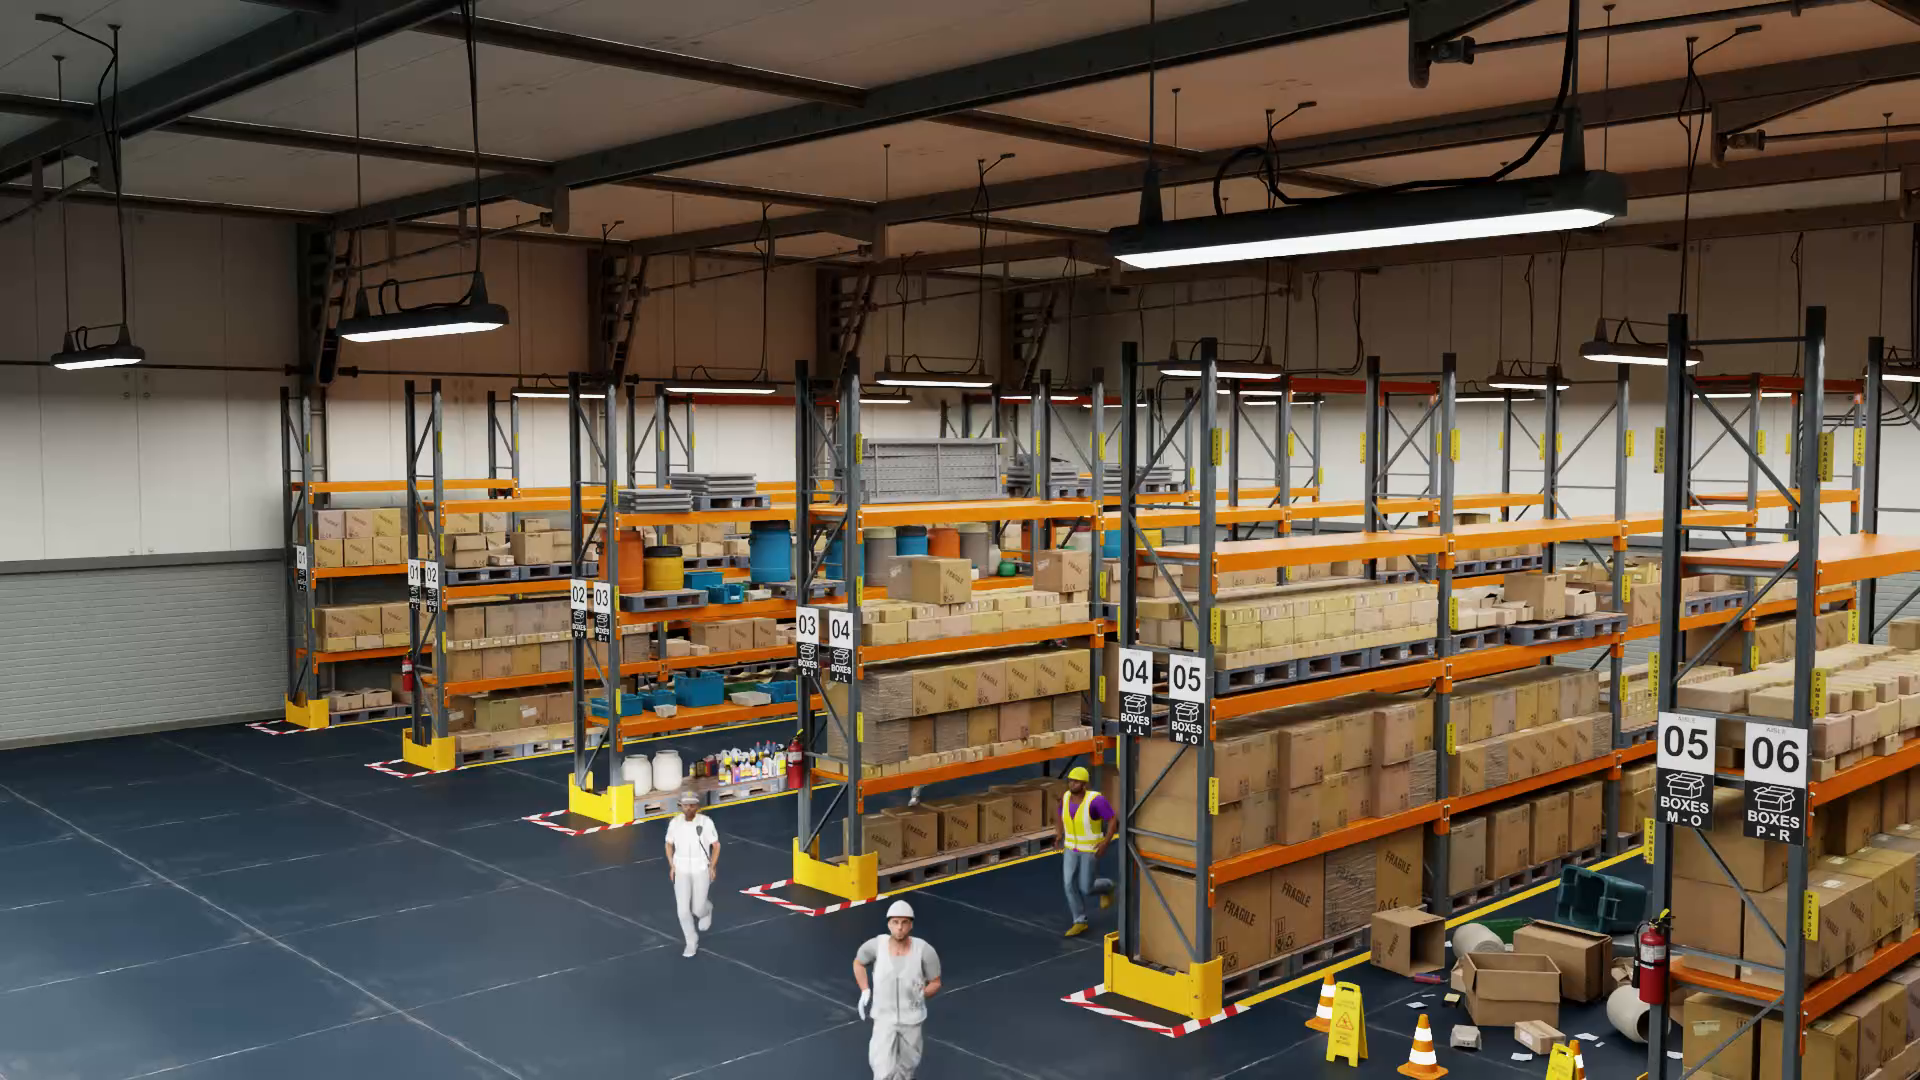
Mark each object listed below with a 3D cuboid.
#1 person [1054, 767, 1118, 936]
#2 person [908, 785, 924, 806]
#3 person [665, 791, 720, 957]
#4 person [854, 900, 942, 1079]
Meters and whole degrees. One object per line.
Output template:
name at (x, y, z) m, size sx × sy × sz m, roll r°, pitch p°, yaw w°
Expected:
person at (1.317, 3.210, 17.368) m, size 0.721 × 1.730 × 0.755 m, roll 3°, pitch 4°, yaw 36°
person at (-0.571, 2.956, 23.278) m, size 0.536 × 1.474 × 0.576 m, roll 2°, pitch 4°, yaw 25°
person at (-2.676, 3.292, 16.661) m, size 0.555 × 1.647 × 0.577 m, roll 0°, pitch 4°, yaw 0°
person at (-0.446, 3.511, 12.013) m, size 0.632 × 1.830 × 0.754 m, roll 0°, pitch 4°, yaw -5°
